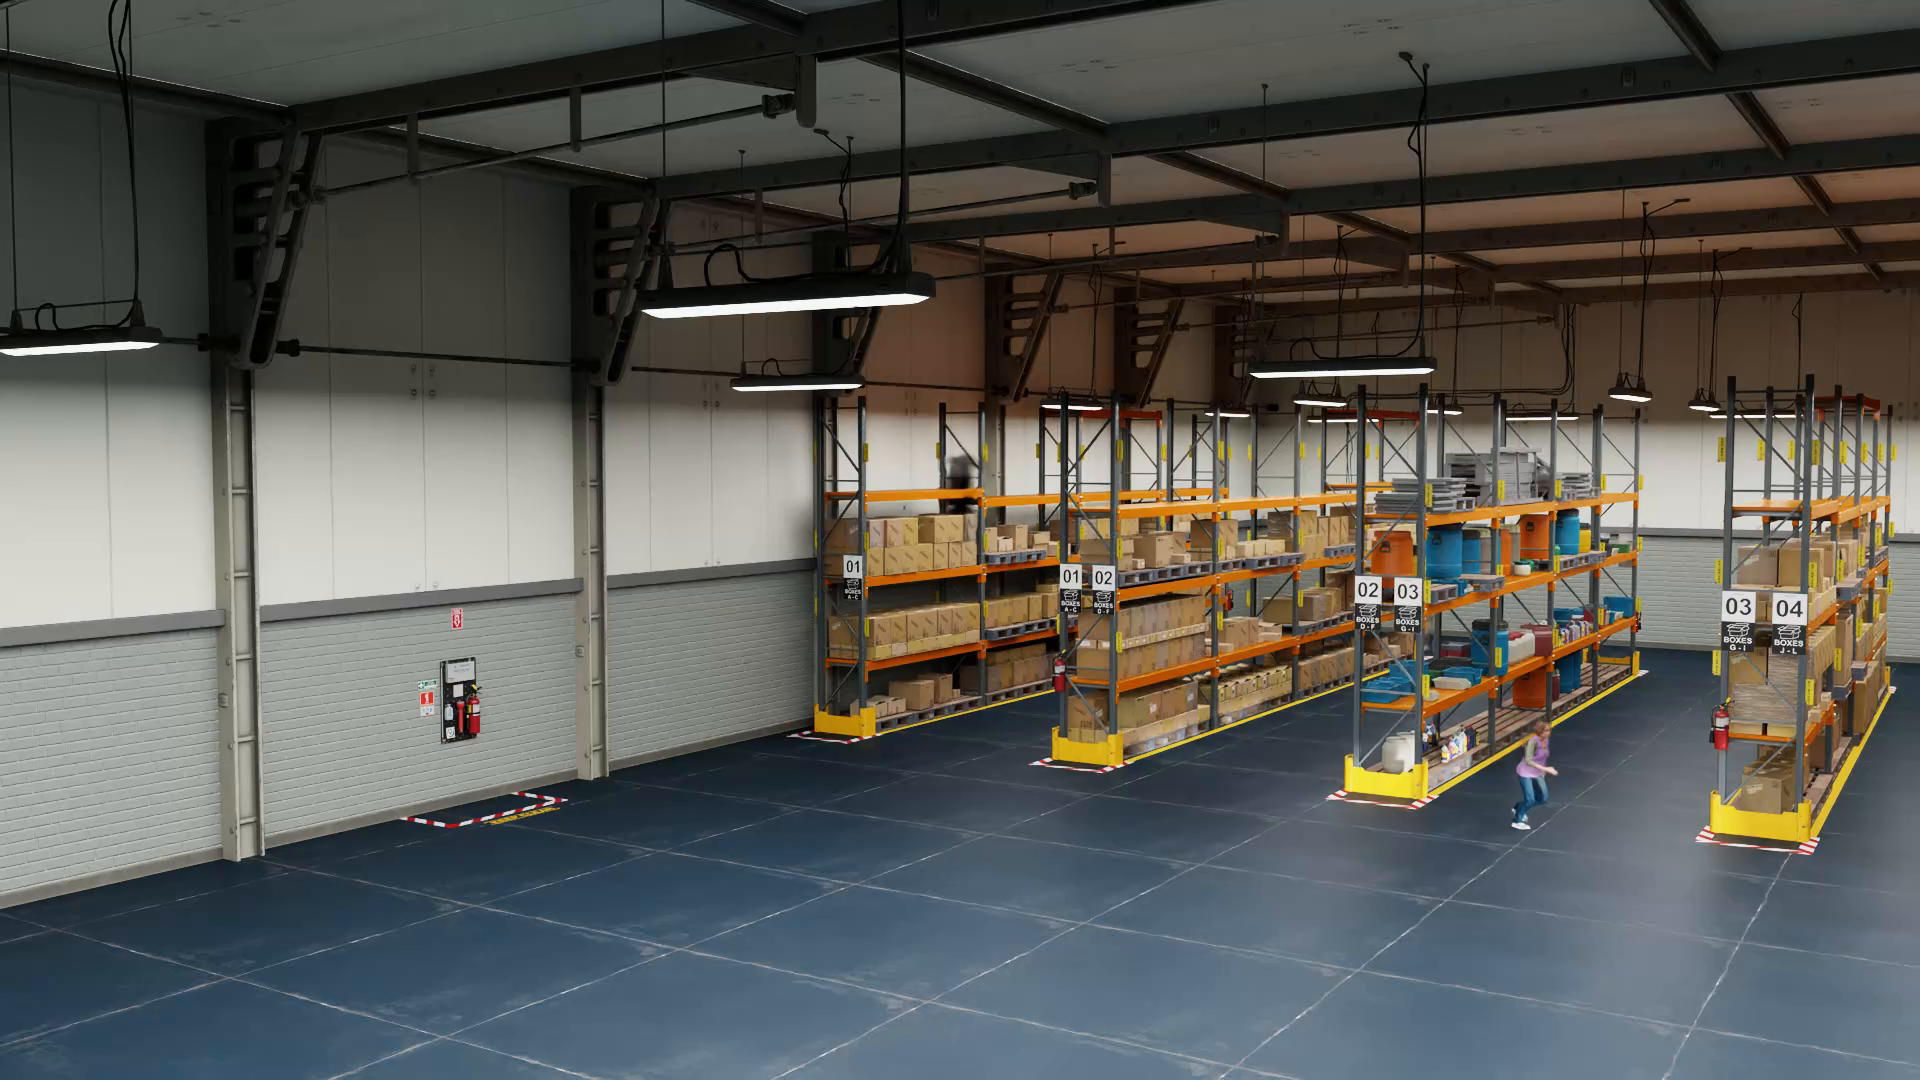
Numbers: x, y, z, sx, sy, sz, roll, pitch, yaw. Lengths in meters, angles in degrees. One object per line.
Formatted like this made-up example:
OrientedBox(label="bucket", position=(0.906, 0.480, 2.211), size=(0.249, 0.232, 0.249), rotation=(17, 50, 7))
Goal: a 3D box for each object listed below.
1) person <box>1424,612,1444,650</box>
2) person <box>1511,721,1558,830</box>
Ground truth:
OrientedBox(label="person", position=(11.801, 1.978, 41.496), size=(0.645, 1.789, 0.852), rotation=(0, 3, -4))
OrientedBox(label="person", position=(7.573, 3.105, 21.939), size=(0.525, 1.491, 0.703), rotation=(-2, 4, -38))
